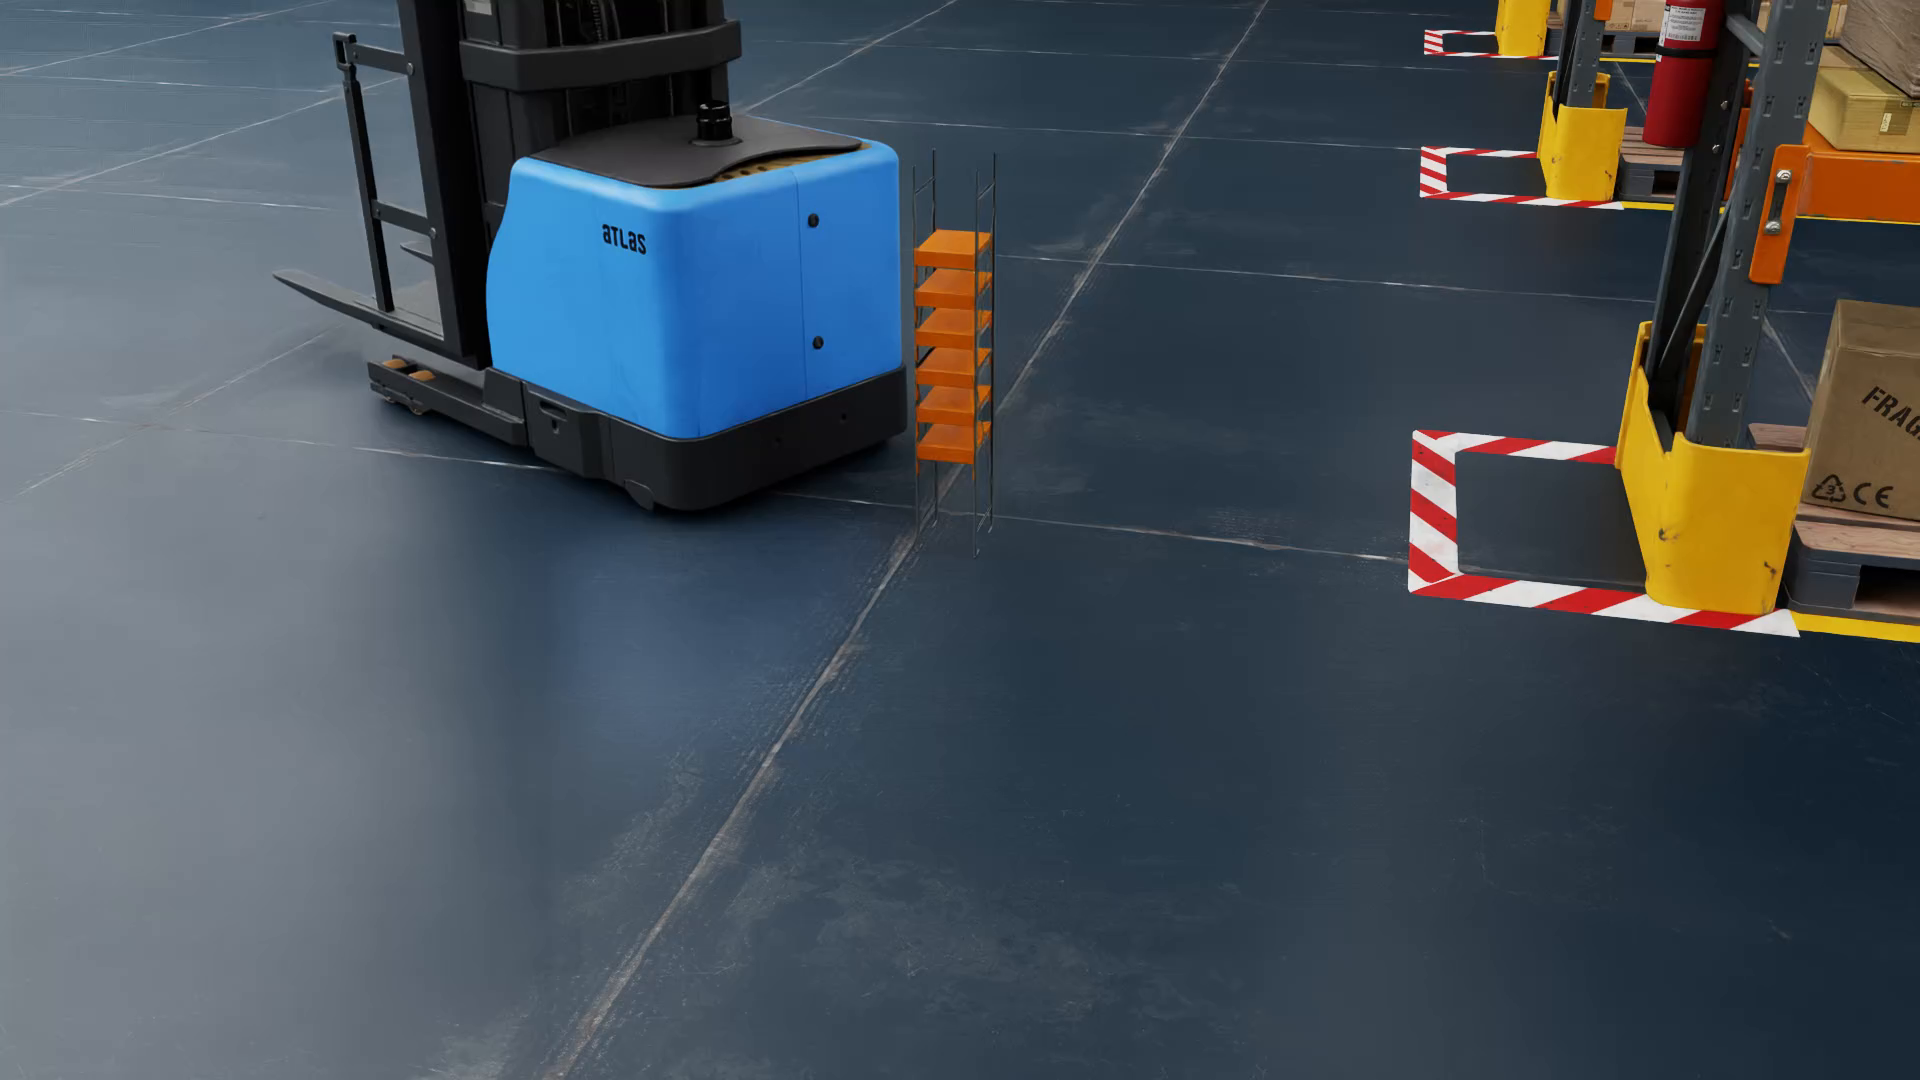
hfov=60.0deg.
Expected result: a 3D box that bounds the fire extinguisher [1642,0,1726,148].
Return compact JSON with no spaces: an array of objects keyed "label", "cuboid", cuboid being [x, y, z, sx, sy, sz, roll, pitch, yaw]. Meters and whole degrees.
[{"label":"fire extinguisher","cuboid":[2.258,-1.568,5.145,0.183,0.674,0.296,6,26,13]}]

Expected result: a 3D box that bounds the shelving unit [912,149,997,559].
[{"label":"shelving unit","cuboid":[-0.014,-0.543,4.995,0.189,1.200,0.258,6,26,13]}]

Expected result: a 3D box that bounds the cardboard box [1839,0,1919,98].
[{"label":"cardboard box","cuboid":[2.780,-1.508,4.466,0.500,0.500,0.875,6,26,13]}]

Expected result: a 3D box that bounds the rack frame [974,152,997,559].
[{"label":"rack frame","cuboid":[0.075,-0.533,4.975,0.006,1.200,0.240,6,26,13]}]

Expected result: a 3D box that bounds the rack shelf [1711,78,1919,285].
[{"label":"rack shelf","cuboid":[4.191,-0.860,4.404,4.000,0.370,1.077,6,26,13]}]

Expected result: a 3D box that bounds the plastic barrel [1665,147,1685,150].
[{"label":"plastic barrel","cuboid":[4.144,-2.489,9.394,0.421,0.512,0.421,0,25,0]}]

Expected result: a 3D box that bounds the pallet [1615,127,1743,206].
[{"label":"pallet","cuboid":[4.358,-2.124,9.467,1.213,0.211,1.003,6,26,13]}]

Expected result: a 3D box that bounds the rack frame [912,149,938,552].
[{"label":"rack frame","cuboid":[-0.103,-0.553,5.016,0.006,1.200,0.240,6,26,13]}]

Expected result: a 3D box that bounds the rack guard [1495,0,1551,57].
[{"label":"rack guard","cuboid":[4.702,-4.397,13.904,0.348,0.500,1.175,6,26,13]}]

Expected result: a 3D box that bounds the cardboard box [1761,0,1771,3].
[{"label":"cardboard box","cuboid":[6.161,-4.559,13.174,0.500,0.500,0.500,6,26,13]}]

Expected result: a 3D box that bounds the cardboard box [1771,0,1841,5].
[{"label":"cardboard box","cuboid":[6.641,-4.498,13.046,0.500,0.500,0.500,6,26,13]}]

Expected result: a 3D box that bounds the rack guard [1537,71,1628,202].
[{"label":"rack guard","cuboid":[3.573,-2.344,9.592,0.348,0.500,1.175,6,26,13]}]

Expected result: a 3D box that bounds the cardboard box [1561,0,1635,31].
[{"label":"cardboard box","cuboid":[5.189,-4.321,13.547,0.500,0.250,0.500,6,26,13]}]

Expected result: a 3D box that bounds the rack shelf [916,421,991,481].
[{"label":"rack shelf","cuboid":[-0.014,-0.286,5.118,0.180,0.103,0.258,6,26,13]}]

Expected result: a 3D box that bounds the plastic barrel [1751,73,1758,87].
[{"label":"plastic barrel","cuboid":[4.630,-2.435,9.281,0.421,0.512,0.421,0,25,0]}]

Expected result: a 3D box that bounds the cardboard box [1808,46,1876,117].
[{"label":"cardboard box","cuboid":[2.581,-1.341,4.870,0.250,0.149,0.380,6,26,13]}]

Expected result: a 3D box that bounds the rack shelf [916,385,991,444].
[{"label":"rack shelf","cuboid":[-0.014,-0.395,5.066,0.180,0.103,0.258,6,26,13]}]

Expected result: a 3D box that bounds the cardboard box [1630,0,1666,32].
[{"label":"cardboard box","cuboid":[5.674,-4.269,13.438,0.500,0.250,0.500,6,26,13]}]

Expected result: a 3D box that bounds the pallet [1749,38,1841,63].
[{"label":"pallet","cuboid":[6.654,-4.068,13.549,1.213,0.211,1.003,6,26,13]}]

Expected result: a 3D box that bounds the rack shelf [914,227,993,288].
[{"label":"rack shelf","cuboid":[-0.014,-0.828,4.860,0.180,0.103,0.258,6,26,13]}]

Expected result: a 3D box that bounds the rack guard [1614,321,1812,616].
[{"label":"rack guard","cuboid":[2.328,-0.262,5.220,0.348,0.500,1.175,6,26,13]}]

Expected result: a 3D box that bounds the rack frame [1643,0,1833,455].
[{"label":"rack frame","cuboid":[2.254,-1.399,4.699,0.127,3.000,1.000,6,26,13]}]

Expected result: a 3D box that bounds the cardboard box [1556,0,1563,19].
[{"label":"cardboard box","cuboid":[5.318,-4.537,14.000,0.500,0.250,0.500,6,26,13]}]

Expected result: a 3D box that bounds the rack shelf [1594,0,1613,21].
[{"label":"rack shelf","cuboid":[5.425,-2.922,8.735,4.000,0.370,1.077,6,26,13]}]

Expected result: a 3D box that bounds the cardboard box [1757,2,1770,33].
[{"label":"cardboard box","cuboid":[6.158,-4.215,13.325,0.500,0.250,0.500,6,26,13]}]

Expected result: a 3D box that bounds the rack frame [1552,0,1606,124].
[{"label":"rack frame","cuboid":[3.488,-3.461,9.031,0.127,3.000,1.000,6,26,13]}]

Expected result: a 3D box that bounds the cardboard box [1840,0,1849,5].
[{"label":"cardboard box","cuboid":[7.129,-4.450,12.946,0.500,0.500,0.500,6,26,13]}]

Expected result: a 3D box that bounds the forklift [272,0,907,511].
[{"label":"forklift","cuboid":[-1.615,-1.937,5.909,3.031,2.935,1.130,21,33,38]}]

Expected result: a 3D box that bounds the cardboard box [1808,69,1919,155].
[{"label":"cardboard box","cuboid":[2.471,-1.156,4.481,0.250,0.149,0.380,6,26,13]}]

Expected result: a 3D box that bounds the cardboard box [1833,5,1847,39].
[{"label":"cardboard box","cuboid":[7.126,-4.107,13.096,0.500,0.250,0.500,6,26,13]}]

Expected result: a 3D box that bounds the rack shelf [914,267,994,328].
[{"label":"rack shelf","cuboid":[-0.014,-0.720,4.911,0.180,0.103,0.258,6,26,13]}]

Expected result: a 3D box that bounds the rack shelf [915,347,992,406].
[{"label":"rack shelf","cuboid":[-0.014,-0.503,5.014,0.180,0.103,0.258,6,26,13]}]

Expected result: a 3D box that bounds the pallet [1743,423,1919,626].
[{"label":"pallet","cuboid":[3.106,-0.030,5.068,1.213,0.211,1.003,6,26,13]}]

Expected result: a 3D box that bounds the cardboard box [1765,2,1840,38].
[{"label":"cardboard box","cuboid":[6.641,-4.160,13.208,0.500,0.250,0.500,6,26,13]}]

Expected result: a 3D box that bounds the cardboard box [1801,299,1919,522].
[{"label":"cardboard box","cuboid":[2.855,-0.386,4.991,0.500,0.500,0.500,11,28,23]}]

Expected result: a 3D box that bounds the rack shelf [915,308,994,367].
[{"label":"rack shelf","cuboid":[-0.014,-0.612,4.963,0.180,0.103,0.258,6,26,13]}]

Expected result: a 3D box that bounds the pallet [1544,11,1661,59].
[{"label":"pallet","cuboid":[5.476,-4.200,13.825,1.213,0.211,1.003,6,26,13]}]
